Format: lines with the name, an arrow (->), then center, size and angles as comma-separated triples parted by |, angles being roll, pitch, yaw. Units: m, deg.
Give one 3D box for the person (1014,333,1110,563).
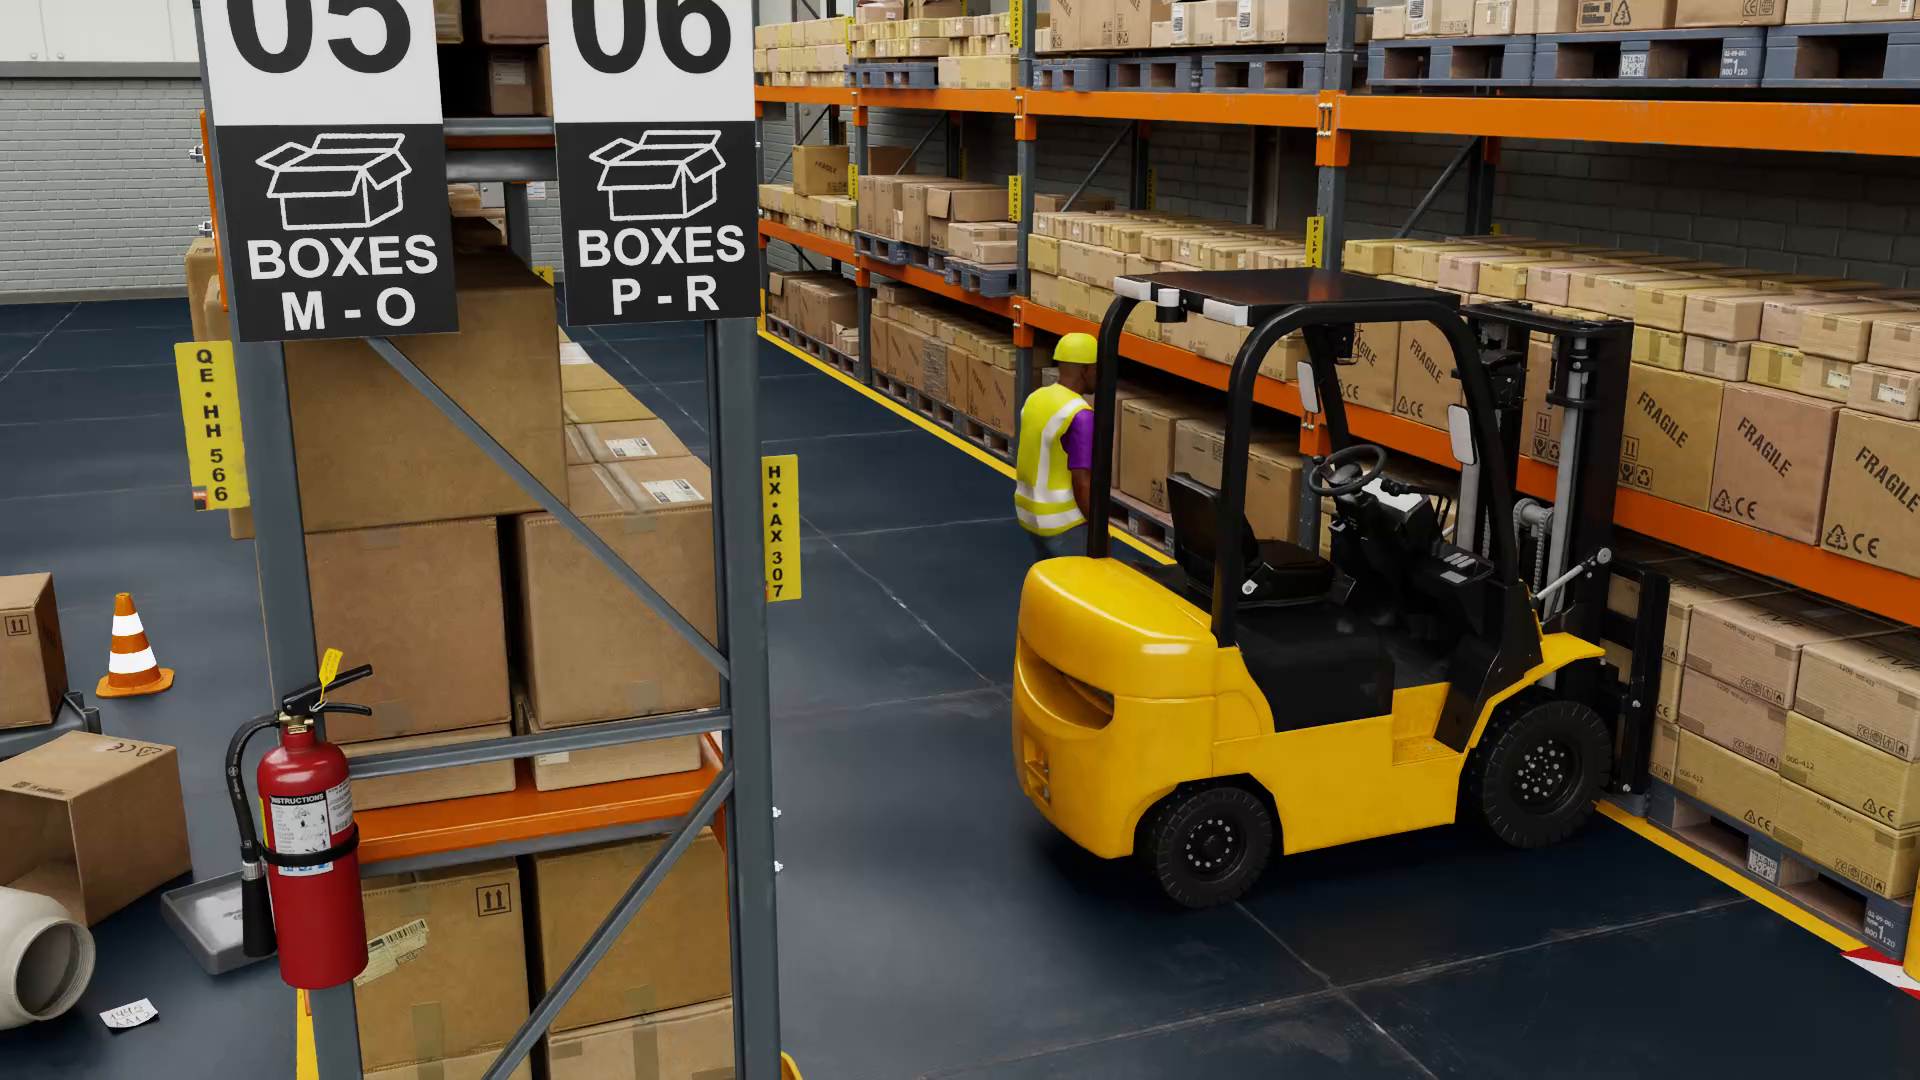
person -> 0.501, -0.094, 7.830 | 0.451, 1.761, 0.609 | -6, 17, -22
